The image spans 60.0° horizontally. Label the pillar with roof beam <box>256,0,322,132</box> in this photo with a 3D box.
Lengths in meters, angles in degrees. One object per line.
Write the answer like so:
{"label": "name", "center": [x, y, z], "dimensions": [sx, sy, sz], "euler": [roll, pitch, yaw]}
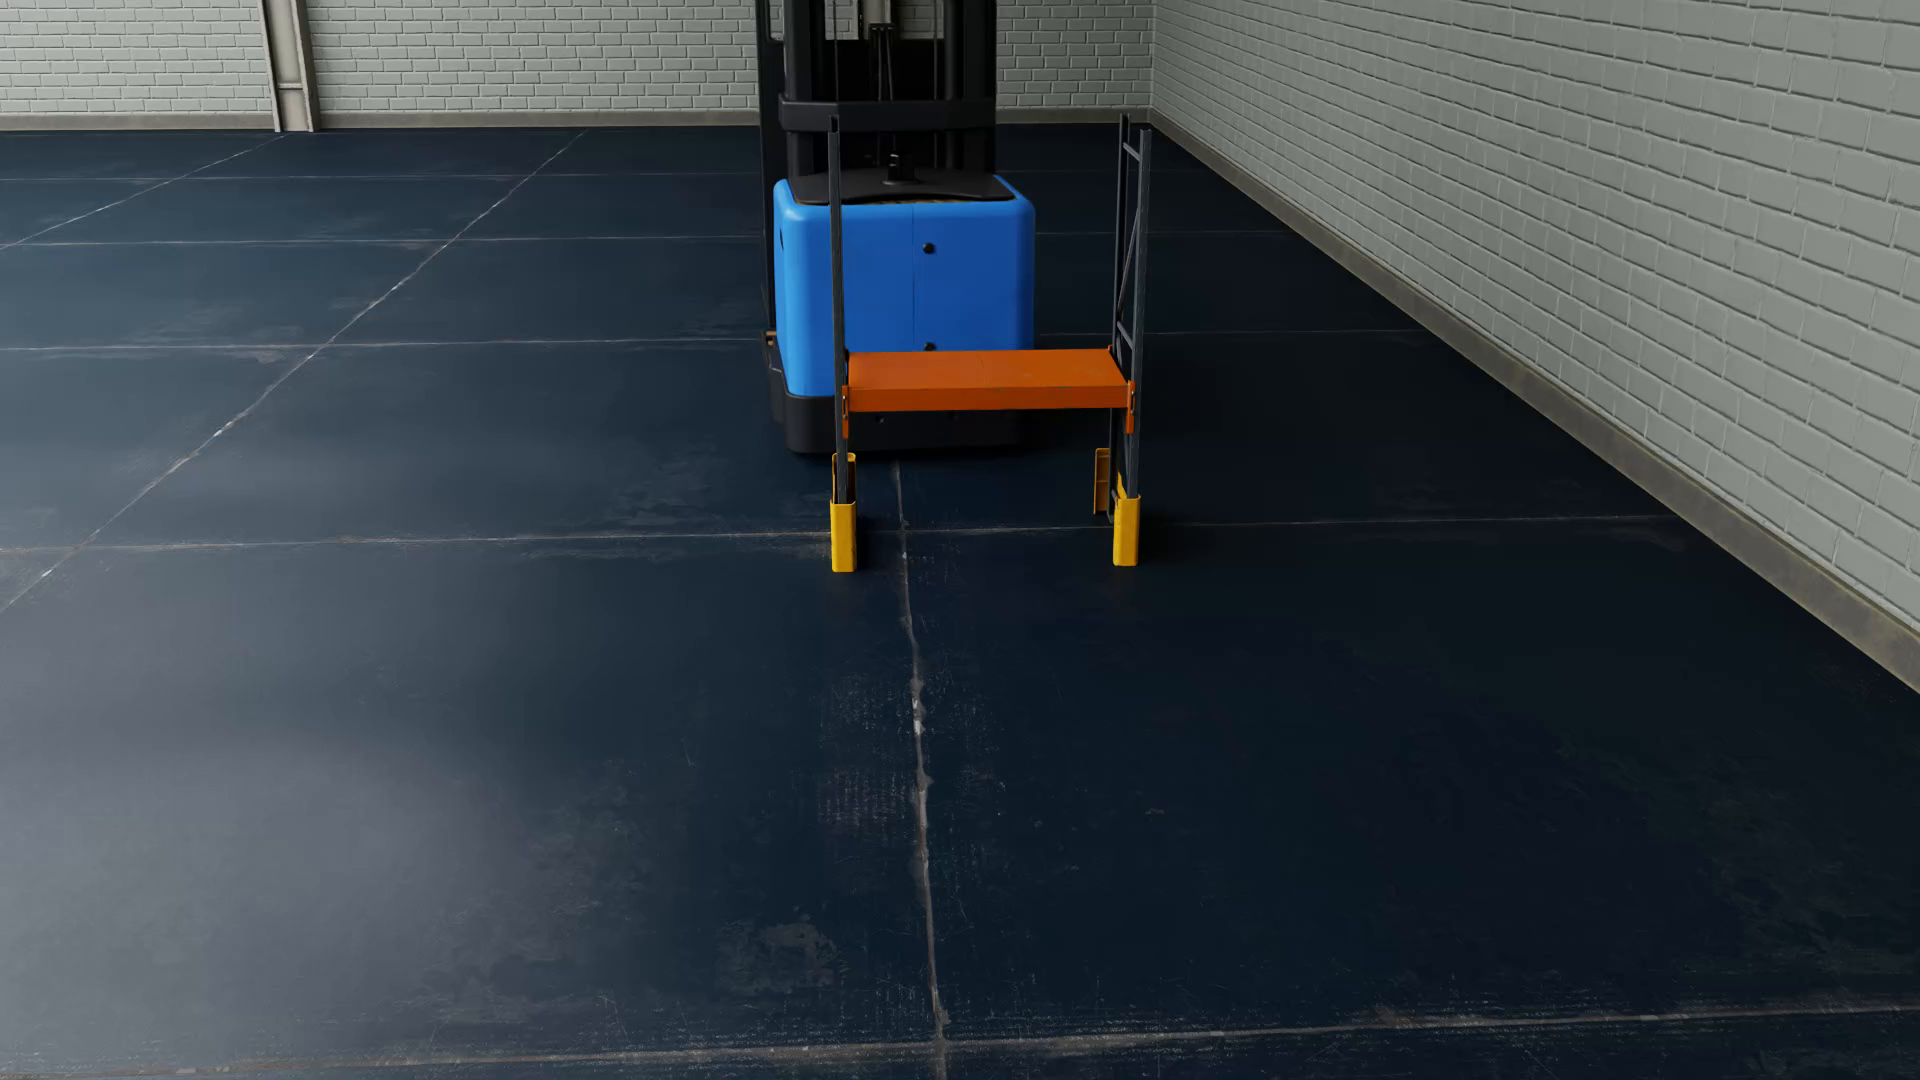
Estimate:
{"label": "pillar with roof beam", "center": [-6.662, -6.963, 11.761], "dimensions": [0.400, 9.000, 9.100], "euler": [-1, 21, -3]}

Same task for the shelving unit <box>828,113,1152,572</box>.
{"label": "shelving unit", "center": [0.076, -0.702, 5.858], "dimensions": [1.083, 1.500, 0.587], "euler": [-1, 21, -3]}

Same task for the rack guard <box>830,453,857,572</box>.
{"label": "rack guard", "center": [-0.421, -0.108, 6.054], "dimensions": [0.087, 0.250, 0.587], "euler": [-1, 21, -3]}

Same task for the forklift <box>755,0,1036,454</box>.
{"label": "forklift", "center": [-15.255, -3.267, 10.582], "dimensions": [29.544, 2.935, 13.453], "euler": [-3, 21, -8]}

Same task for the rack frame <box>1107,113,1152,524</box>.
{"label": "rack frame", "center": [0.593, -0.713, 5.886], "dimensions": [0.032, 1.500, 0.500], "euler": [-1, 21, -3]}

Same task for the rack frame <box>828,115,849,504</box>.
{"label": "rack frame", "center": [-0.422, -0.692, 5.832], "dimensions": [0.032, 1.500, 0.500], "euler": [-1, 21, -3]}

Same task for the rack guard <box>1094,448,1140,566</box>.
{"label": "rack guard", "center": [0.573, -0.128, 6.107], "dimensions": [0.087, 0.250, 0.587], "euler": [-1, 21, -3]}

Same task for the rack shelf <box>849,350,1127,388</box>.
{"label": "rack shelf", "center": [0.085, -0.597, 5.899], "dimensions": [0.952, 0.026, 0.459], "euler": [-1, 21, -3]}
